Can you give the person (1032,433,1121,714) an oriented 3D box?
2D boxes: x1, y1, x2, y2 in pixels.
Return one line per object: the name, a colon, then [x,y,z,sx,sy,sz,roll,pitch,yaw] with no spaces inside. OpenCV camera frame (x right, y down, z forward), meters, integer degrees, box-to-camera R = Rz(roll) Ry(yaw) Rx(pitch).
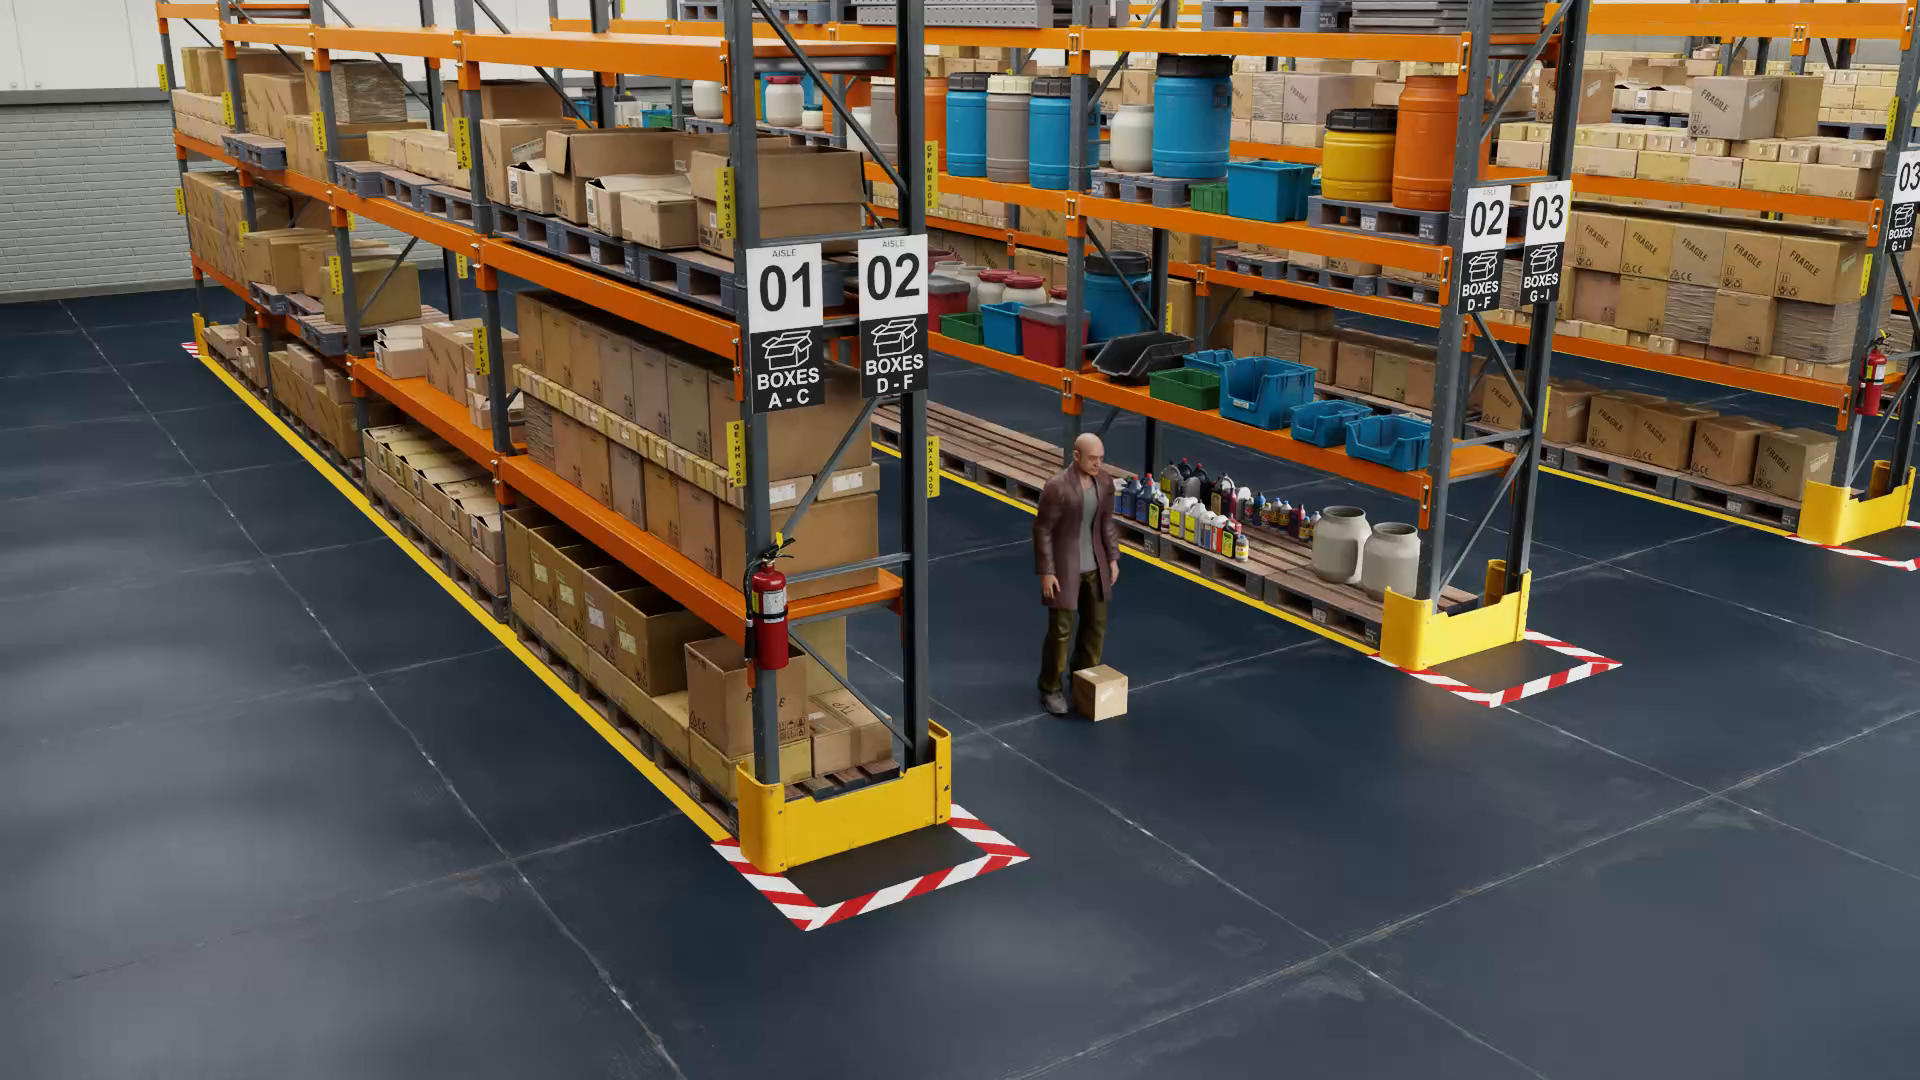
person: [0.745,0.181,10.514,0.644,1.774,0.420,-12,21,-32]
